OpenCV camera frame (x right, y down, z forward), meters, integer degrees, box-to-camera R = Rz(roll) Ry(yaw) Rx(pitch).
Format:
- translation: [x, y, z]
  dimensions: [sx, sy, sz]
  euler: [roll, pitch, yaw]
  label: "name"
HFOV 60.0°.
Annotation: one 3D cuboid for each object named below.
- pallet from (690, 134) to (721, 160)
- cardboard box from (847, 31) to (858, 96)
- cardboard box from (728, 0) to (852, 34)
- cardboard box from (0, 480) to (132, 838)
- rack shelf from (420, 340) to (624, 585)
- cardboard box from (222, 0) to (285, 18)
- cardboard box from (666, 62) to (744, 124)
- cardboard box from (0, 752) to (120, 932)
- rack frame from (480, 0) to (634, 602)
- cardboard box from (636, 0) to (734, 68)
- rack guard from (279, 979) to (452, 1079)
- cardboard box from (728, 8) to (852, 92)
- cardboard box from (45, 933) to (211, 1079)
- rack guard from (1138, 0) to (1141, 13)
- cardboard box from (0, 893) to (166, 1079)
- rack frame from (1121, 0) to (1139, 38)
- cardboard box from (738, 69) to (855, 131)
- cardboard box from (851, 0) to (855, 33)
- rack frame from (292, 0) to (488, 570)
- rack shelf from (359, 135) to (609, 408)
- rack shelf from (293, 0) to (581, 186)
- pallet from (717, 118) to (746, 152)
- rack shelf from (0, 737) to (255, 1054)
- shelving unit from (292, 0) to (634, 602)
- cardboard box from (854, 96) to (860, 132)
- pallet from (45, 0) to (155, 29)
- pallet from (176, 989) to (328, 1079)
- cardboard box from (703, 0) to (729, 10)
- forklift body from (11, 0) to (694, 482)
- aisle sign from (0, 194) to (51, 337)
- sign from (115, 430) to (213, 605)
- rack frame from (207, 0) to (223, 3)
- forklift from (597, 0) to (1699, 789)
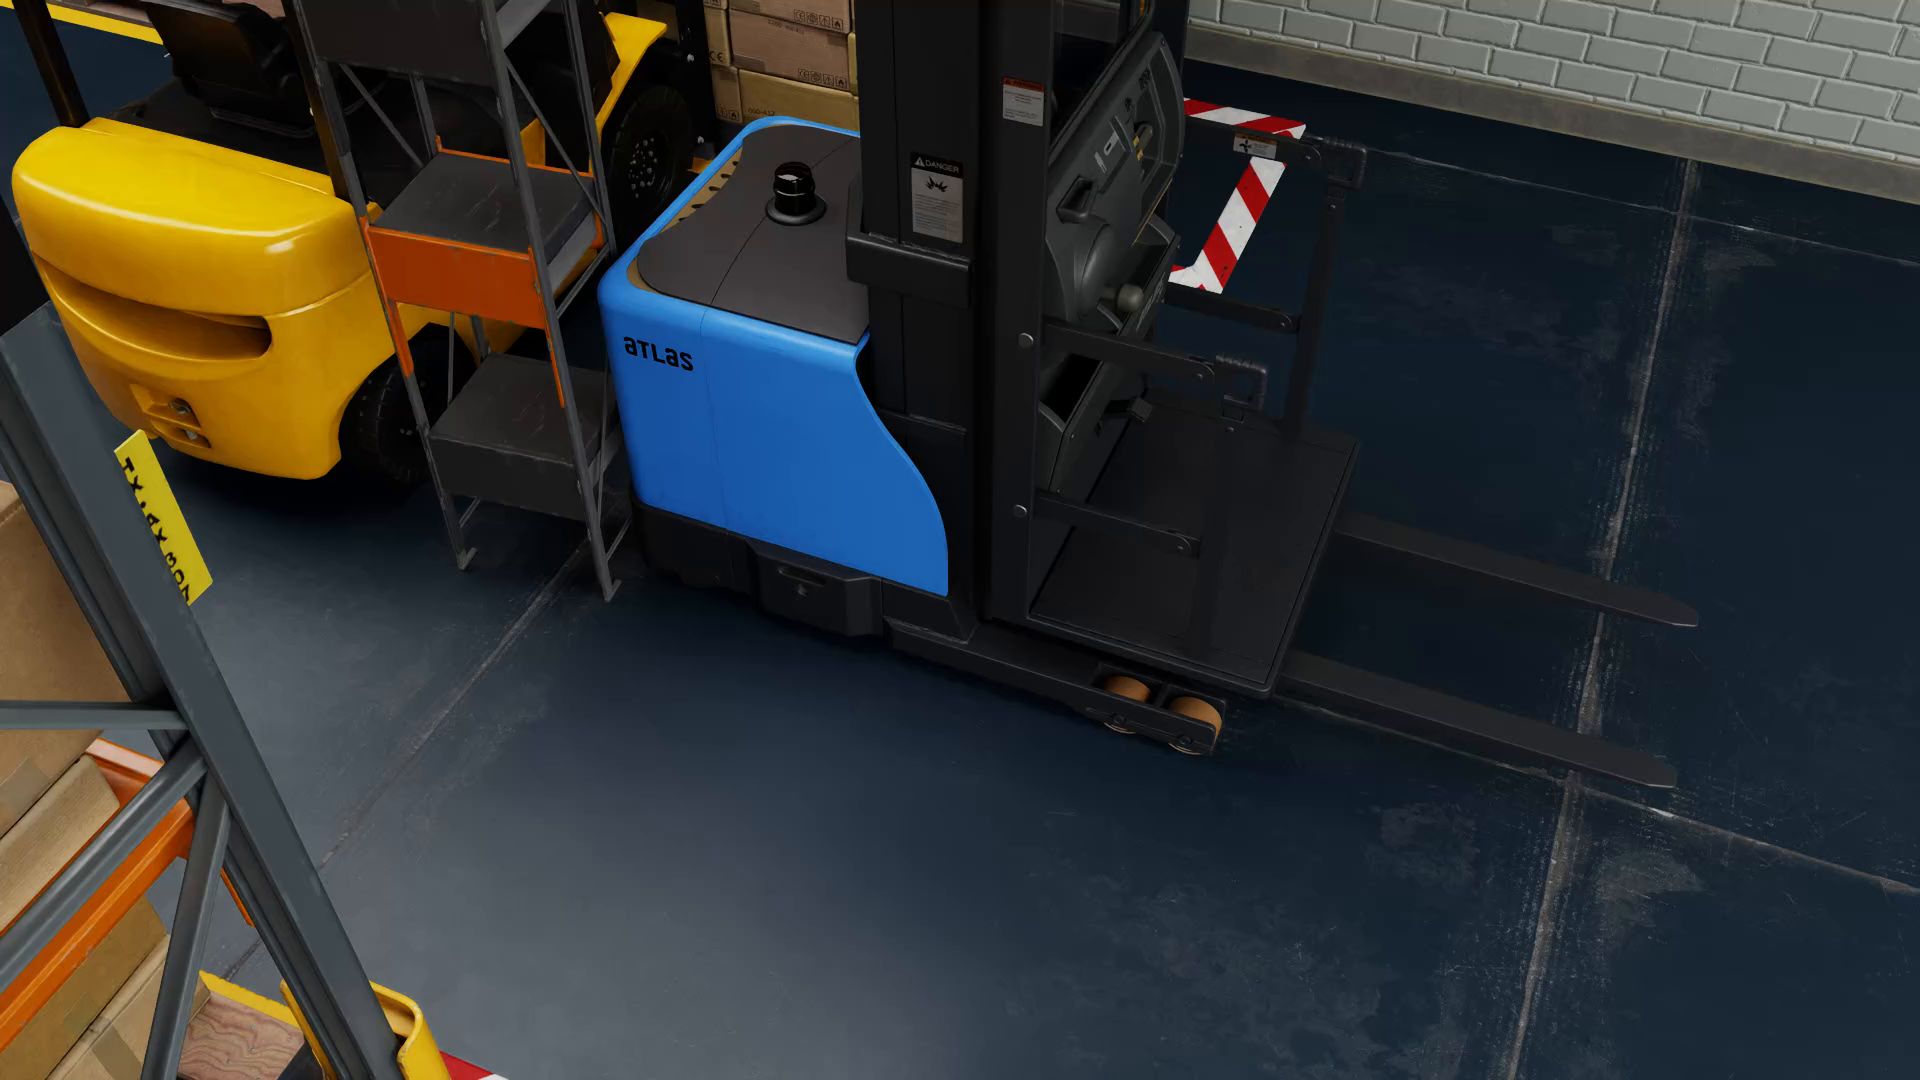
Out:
- translation: [-1.367, -2.112, 7.223]
  dimensions: [1.213, 0.211, 1.003]
  euler: [16, 47, 16]
  label: "pallet"
- translation: [-0.092, -1.868, 6.298]
  dimensions: [0.500, 0.250, 0.500]
  euler: [16, 47, 15]
  label: "cardboard box"
- translation: [-0.541, -2.173, 6.250]
  dimensions: [0.500, 0.250, 0.500]
  euler: [17, 47, 17]
  label: "cardboard box"
- translation: [-1.761, 0.194, 2.646]
  dimensions: [0.500, 0.500, 0.500]
  euler: [16, 47, 15]
  label: "cardboard box"
- translation: [-1.252, -0.233, 5.004]
  dimensions: [0.480, 0.518, 0.431]
  euler: [12, 46, 11]
  label: "rack shelf"
- translation: [-2.895, -2.501, 7.289]
  dimensions: [0.500, 0.250, 0.500]
  euler: [17, 47, 16]
  label: "cardboard box"
- translation: [-0.992, -1.967, 6.752]
  dimensions: [0.500, 0.250, 0.500]
  euler: [17, 47, 16]
  label: "cardboard box"
- translation: [-1.664, 0.506, 2.793]
  dimensions: [0.250, 0.149, 0.380]
  euler: [17, 47, 16]
  label: "cardboard box"
- translation: [-1.011, -0.689, 4.454]
  dimensions: [0.015, 2.100, 0.400]
  euler: [12, 46, 11]
  label: "rack frame"
- translation: [-1.036, -2.138, 6.569]
  dimensions: [0.500, 0.250, 0.500]
  euler: [15, 47, 15]
  label: "cardboard box"
- translation: [-1.500, 1.510, 3.378]
  dimensions: [0.348, 0.500, 1.175]
  euler: [16, 47, 16]
  label: "rack guard"
- translation: [-0.551, -2.011, 6.442]
  dimensions: [0.500, 0.250, 0.500]
  euler: [16, 47, 15]
  label: "cardboard box"
- translation: [-2.068, 1.071, 3.699]
  dimensions: [0.500, 0.250, 0.500]
  euler: [16, 47, 16]
  label: "cardboard box"
- translation: [0.499, -1.695, 6.599]
  dimensions: [0.348, 0.500, 1.175]
  euler: [16, 47, 16]
  label: "rack guard"
- translation: [-2.091, 0.799, 3.440]
  dimensions: [0.500, 0.500, 0.500]
  euler: [15, 47, 15]
  label: "cardboard box"
- translation: [0.477, -2.588, 5.724]
  dimensions: [0.127, 3.000, 1.000]
  euler: [16, 47, 16]
  label: "rack frame"
- translation: [-0.533, -1.825, 6.609]
  dimensions: [0.500, 0.250, 0.500]
  euler: [16, 47, 16]
  label: "cardboard box"
- translation: [-0.068, -2.038, 6.115]
  dimensions: [0.500, 0.250, 0.500]
  euler: [18, 48, 17]
  label: "cardboard box"
- translation: [-1.481, -0.785, 4.544]
  dimensions: [0.015, 2.100, 0.400]
  euler: [12, 46, 11]
  label: "rack frame"
- translation: [-1.246, -0.728, 4.509]
  dimensions: [0.480, 0.518, 0.431]
  euler: [12, 46, 11]
  label: "rack shelf"
- translation: [-1.240, -1.223, 4.014]
  dimensions: [0.480, 0.518, 0.431]
  euler: [12, 46, 11]
  label: "rack shelf"
- translation: [-0.245, -1.780, 6.889]
  dimensions: [1.213, 0.211, 1.003]
  euler: [16, 47, 16]
  label: "pallet"
- translation: [-3.276, 0.356, 3.275]
  dimensions: [4.000, 0.370, 1.077]
  euler: [16, 47, 16]
  label: "rack shelf"
- translation: [-1.246, -0.737, 4.499]
  dimensions: [0.503, 2.100, 0.431]
  euler: [12, 46, 11]
  label: "shelving unit"
- translation: [-0.078, -1.684, 6.467]
  dimensions: [0.500, 0.250, 0.500]
  euler: [17, 47, 16]
  label: "cardboard box"
- translation: [-3.909, -2.860, 7.975]
  dimensions: [1.213, 0.211, 1.003]
  euler: [16, 47, 16]
  label: "pallet"
- translation: [-2.237, 1.369, 3.725]
  dimensions: [1.213, 0.211, 1.003]
  euler: [16, 47, 16]
  label: "pallet"
- translation: [-1.011, -2.304, 6.382]
  dimensions: [0.500, 0.250, 0.500]
  euler: [17, 47, 16]
  label: "cardboard box"
- translation: [-1.975, -1.614, 5.348]
  dimensions: [1.214, 2.155, 2.313]
  euler: [16, 47, 16]
  label: "forklift body"
- translation: [-1.254, -0.462, 1.745]
  dimensions: [0.004, 0.787, 0.394]
  euler: [16, 47, 16]
  label: "aisle sign"
- translation: [-1.222, -0.016, 2.525]
  dimensions: [0.005, 0.325, 0.100]
  euler: [16, 47, 16]
  label: "sign"
- translation: [-3.214, -3.674, 6.816]
  dimensions: [0.127, 3.000, 1.000]
  euler: [16, 47, 16]
  label: "rack frame"
- translation: [0.576, -0.869, 4.046]
  dimensions: [3.031, 2.935, 1.130]
  euler: [16, 47, 16]
  label: "forklift"
